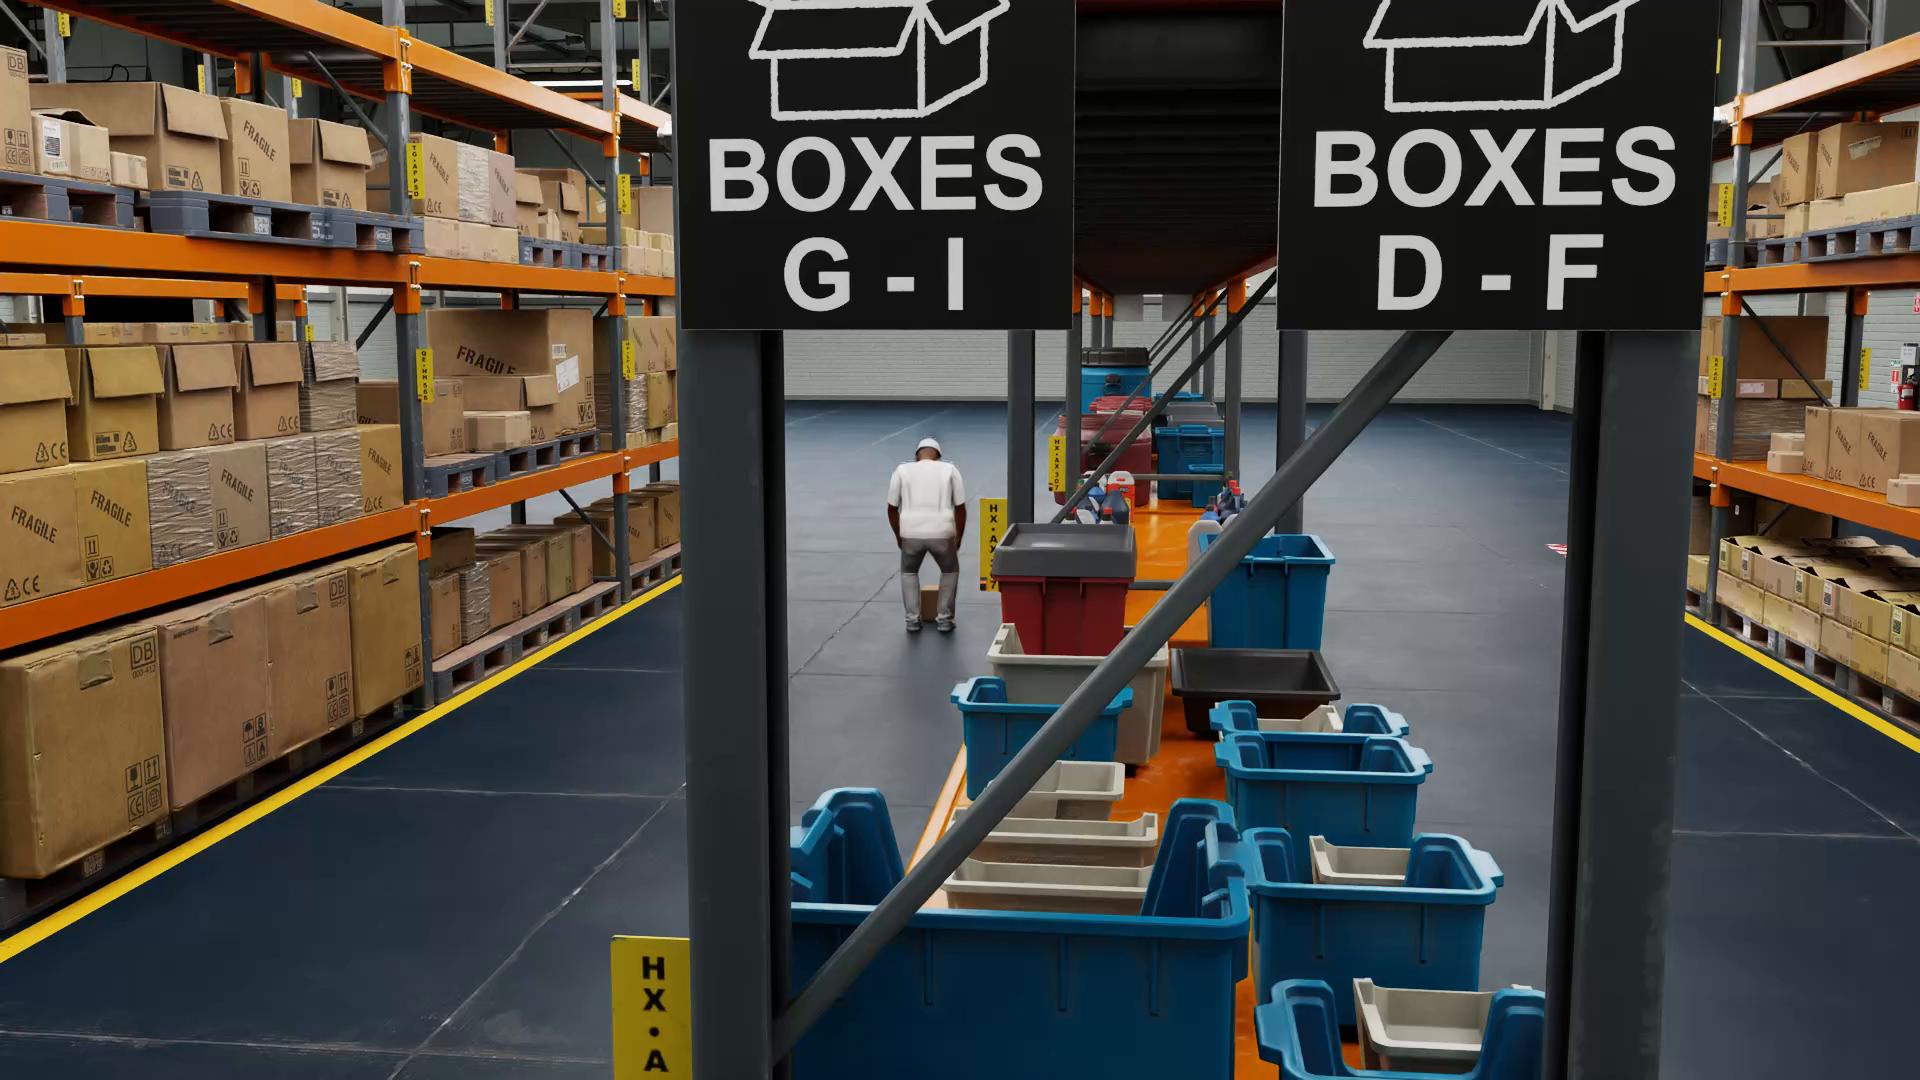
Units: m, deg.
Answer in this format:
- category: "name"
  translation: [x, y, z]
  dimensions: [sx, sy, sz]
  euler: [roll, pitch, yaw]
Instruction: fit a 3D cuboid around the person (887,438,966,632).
- category: "person"
  translation: [-0.271, -0.044, 13.086]
  dimensions: [0.628, 1.490, 0.708]
  euler: [1, 8, 7]
